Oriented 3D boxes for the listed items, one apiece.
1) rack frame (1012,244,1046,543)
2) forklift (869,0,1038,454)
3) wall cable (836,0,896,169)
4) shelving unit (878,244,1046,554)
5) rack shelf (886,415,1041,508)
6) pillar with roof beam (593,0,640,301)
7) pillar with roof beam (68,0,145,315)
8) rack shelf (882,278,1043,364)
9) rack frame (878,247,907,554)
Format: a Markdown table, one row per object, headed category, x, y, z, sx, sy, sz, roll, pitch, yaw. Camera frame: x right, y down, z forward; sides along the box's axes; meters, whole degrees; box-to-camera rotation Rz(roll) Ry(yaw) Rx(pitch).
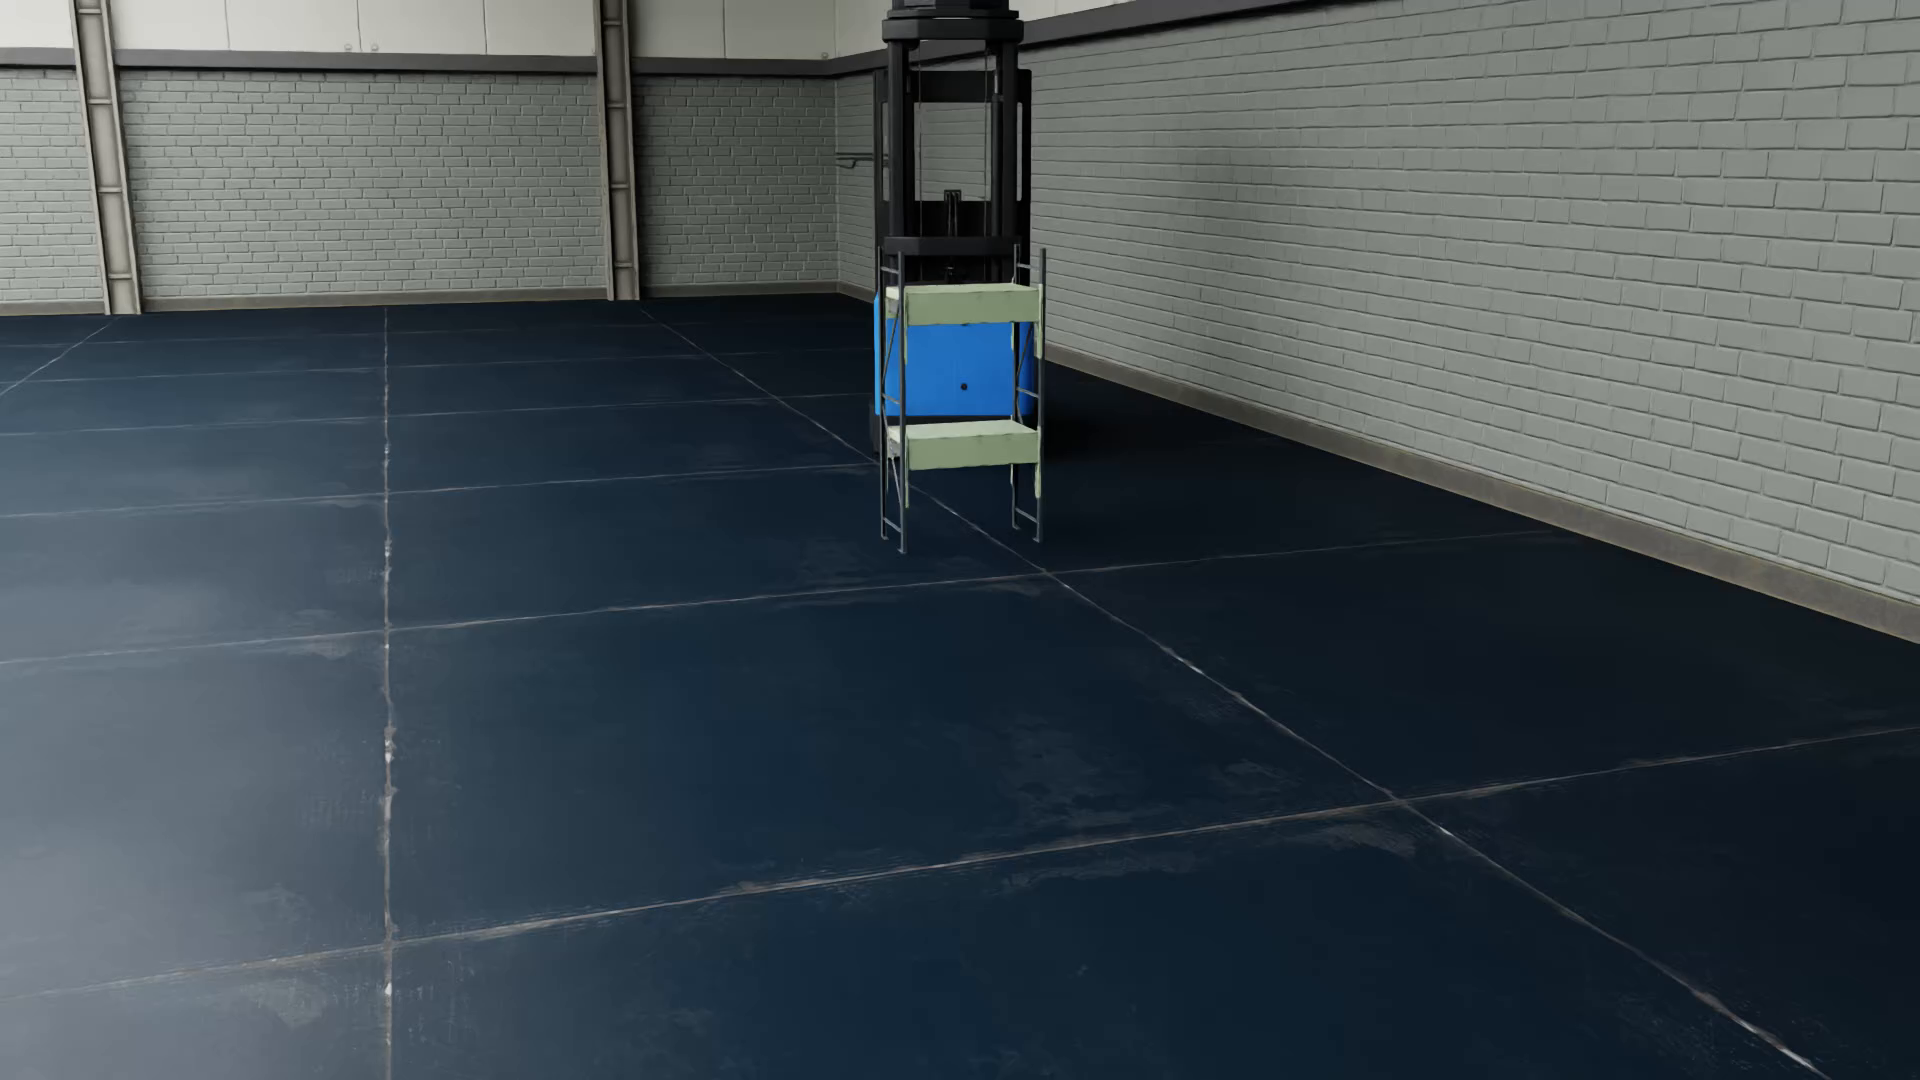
| category | x | y | z | sx | sy | sz | roll | pitch | yaw |
| --- | --- | --- | --- | --- | --- | --- | --- | --- | --- |
| rack frame | 0.353 | -0.757 | 8.585 | 0.023 | 1.500 | 0.400 | -4 | 14 | -18 |
| forklift | -0.057 | -2.266 | 11.835 | 1.130 | 2.935 | 3.031 | 0 | 13 | -1 |
| wall cable | -1.255 | -5.994 | 21.108 | 0.112 | 2.526 | 3.097 | -4 | 14 | -18 |
| shelving unit | 0.006 | -0.730 | 8.471 | 0.755 | 1.500 | 0.431 | -4 | 14 | -18 |
| rack shelf | 0.006 | -0.413 | 8.547 | 0.720 | 0.370 | 0.431 | -4 | 14 | -18 |
| pillar with roof beam | -3.096 | -6.633 | 17.084 | 0.400 | 9.000 | 9.100 | -4 | 14 | -18 |
| pillar with roof beam | -8.783 | -6.191 | 15.223 | 0.400 | 9.000 | 9.100 | -4 | 14 | -18 |
| rack shelf | 0.006 | -1.110 | 8.381 | 0.720 | 0.370 | 0.431 | -4 | 14 | -18 |
| rack frame | -0.341 | -0.703 | 8.358 | 0.023 | 1.500 | 0.400 | -4 | 14 | -18 |
